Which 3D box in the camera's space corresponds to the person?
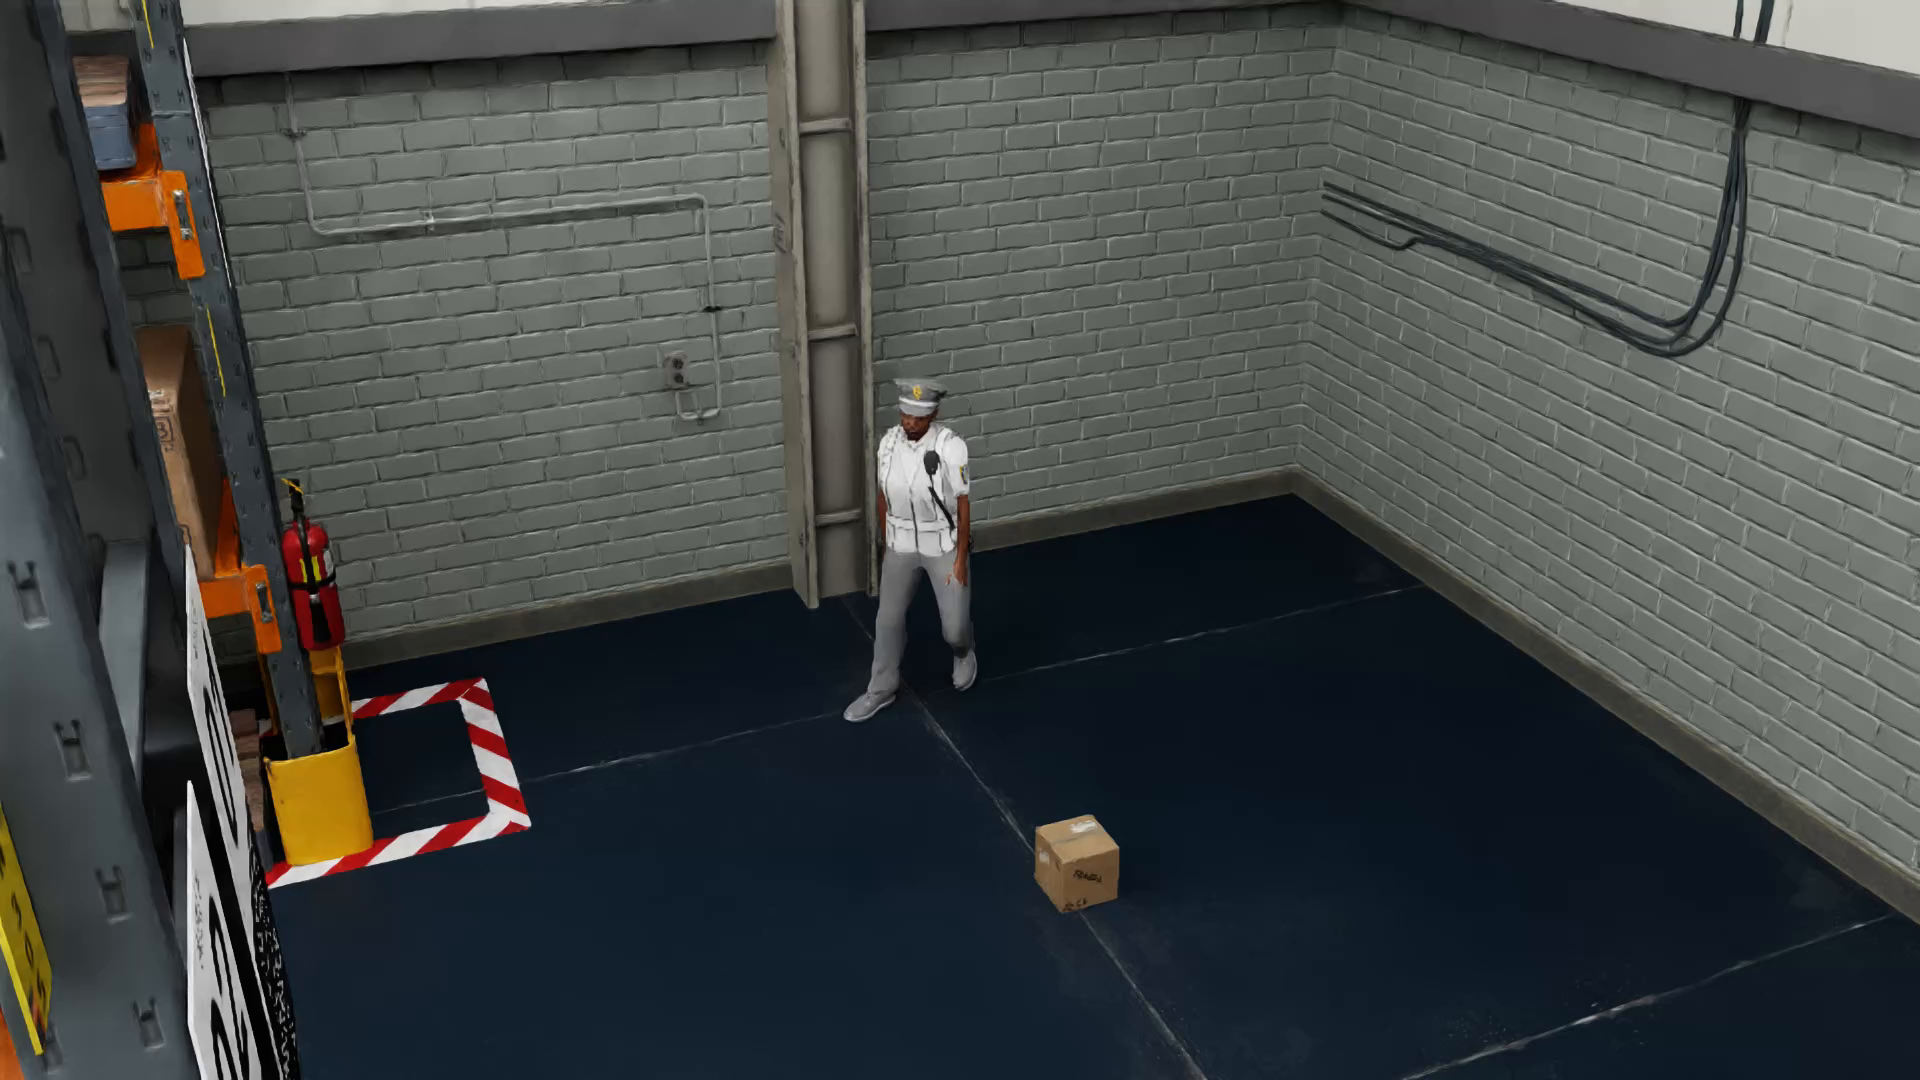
[{"bbox_3d":[-0.188,0.019,7.528,0.582,1.669,0.579,9,27,17],"label":"person"}]
